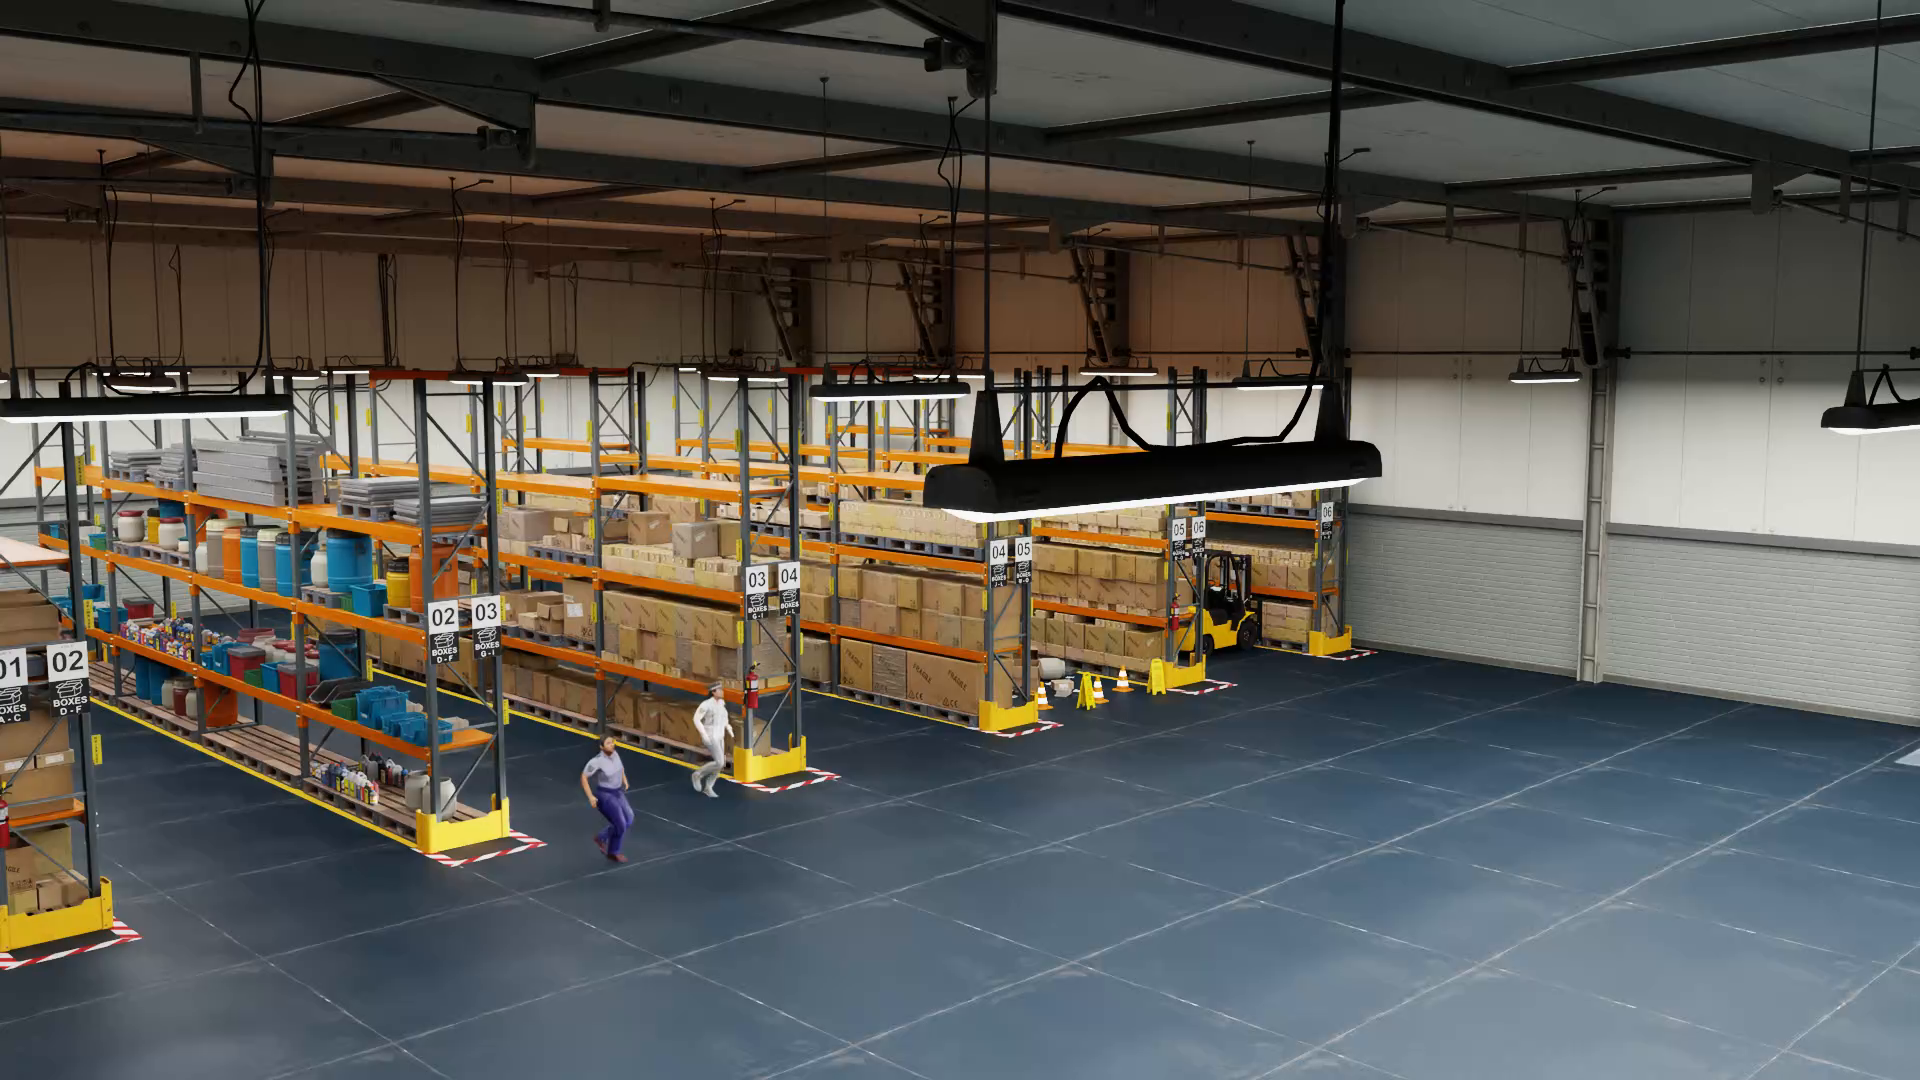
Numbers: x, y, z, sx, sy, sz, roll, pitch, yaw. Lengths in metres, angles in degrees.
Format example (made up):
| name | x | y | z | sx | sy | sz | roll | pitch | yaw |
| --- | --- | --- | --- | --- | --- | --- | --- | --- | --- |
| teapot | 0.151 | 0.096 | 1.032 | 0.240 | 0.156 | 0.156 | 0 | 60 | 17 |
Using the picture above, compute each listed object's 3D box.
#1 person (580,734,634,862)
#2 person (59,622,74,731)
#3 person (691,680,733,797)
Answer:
| name | x | y | z | sx | sy | sz | roll | pitch | yaw |
| --- | --- | --- | --- | --- | --- | --- | --- | --- | --- |
| person | -4.383 | 3.226 | 20.723 | 0.503 | 1.624 | 0.748 | 1 | 7 | 10 |
| person | -15.269 | 2.260 | 28.173 | 0.916 | 1.833 | 0.678 | 5 | 8 | 39 |
| person | -3.521 | 2.844 | 23.886 | 0.525 | 1.679 | 0.626 | 3 | 7 | 25 |
